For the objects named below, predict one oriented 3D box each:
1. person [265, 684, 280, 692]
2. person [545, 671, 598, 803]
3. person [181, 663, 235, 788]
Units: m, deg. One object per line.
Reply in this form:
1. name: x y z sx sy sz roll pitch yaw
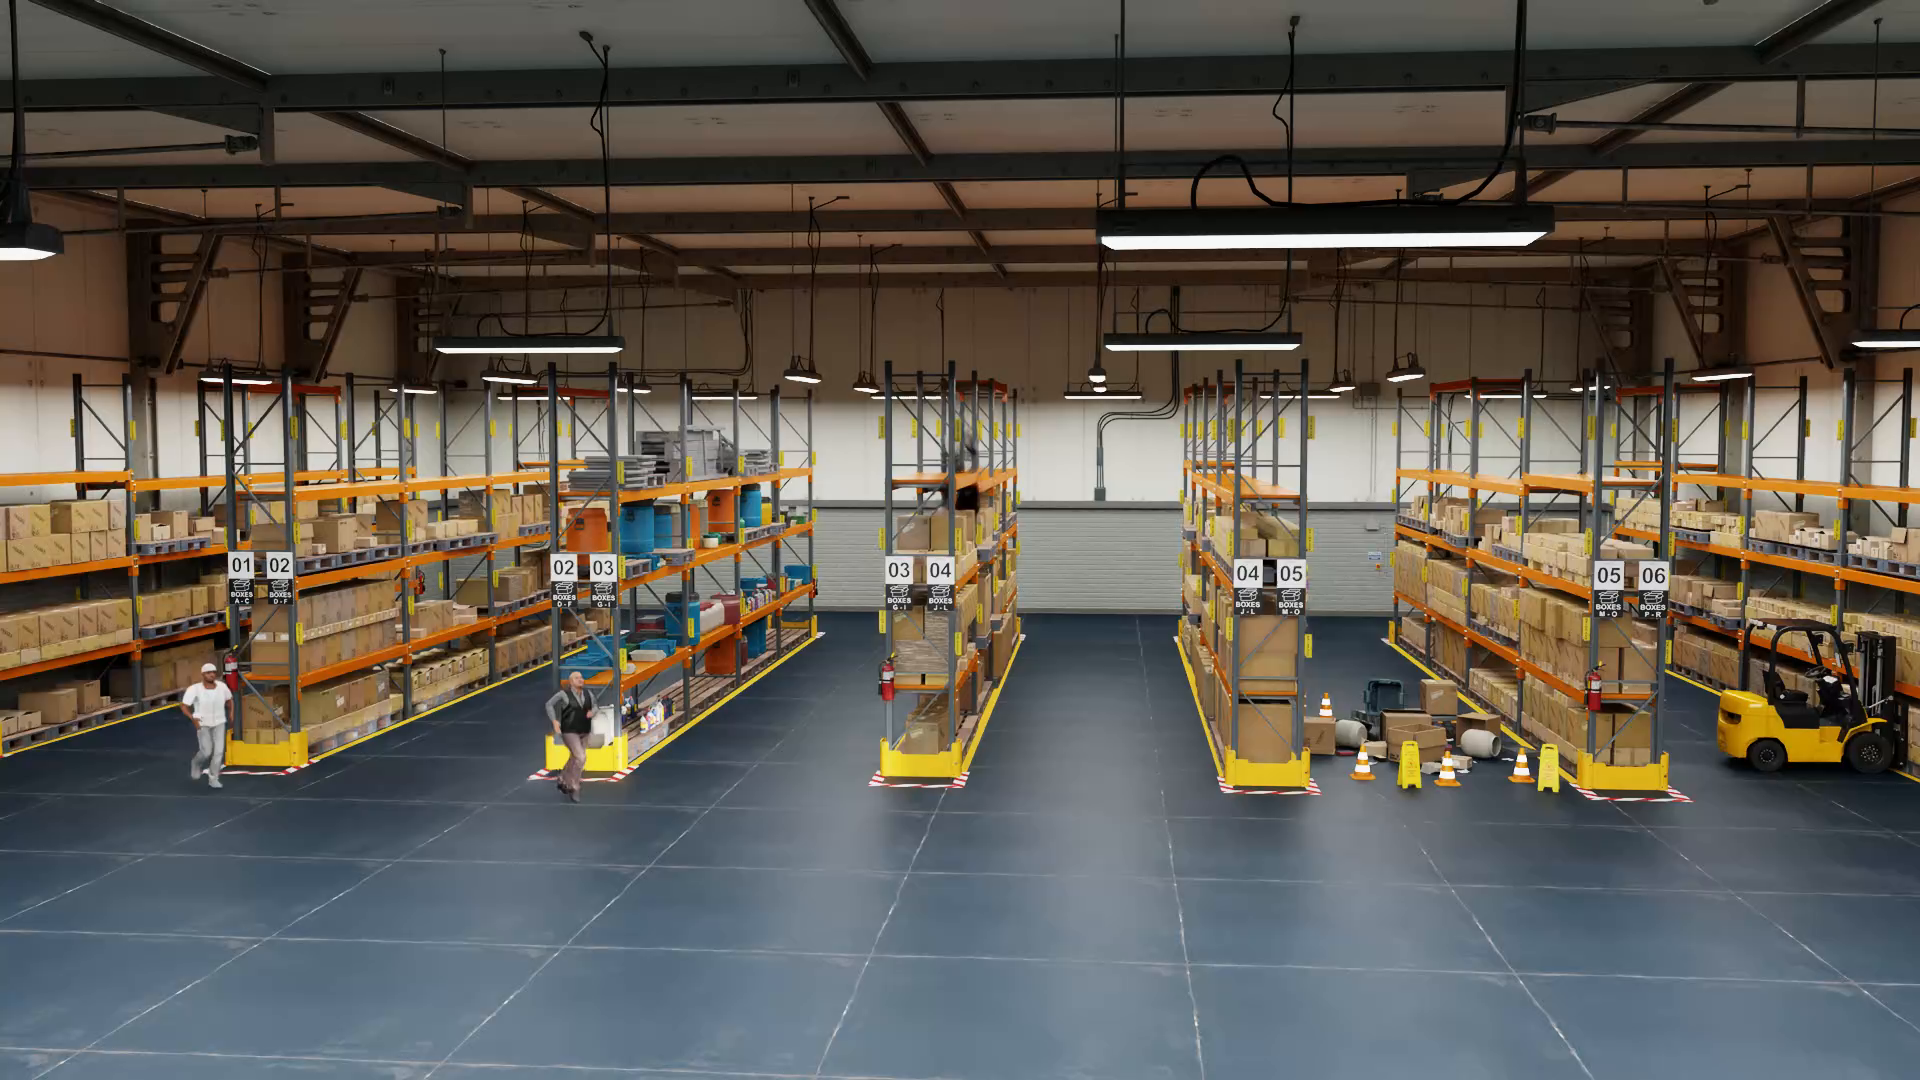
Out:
1. person: -11.699 2.252 28.403 0.656 1.736 0.964 0 4 4
2. person: -5.249 2.666 22.650 0.713 1.762 0.629 3 5 38
3. person: -10.588 2.598 23.457 0.659 1.743 0.724 4 5 45
